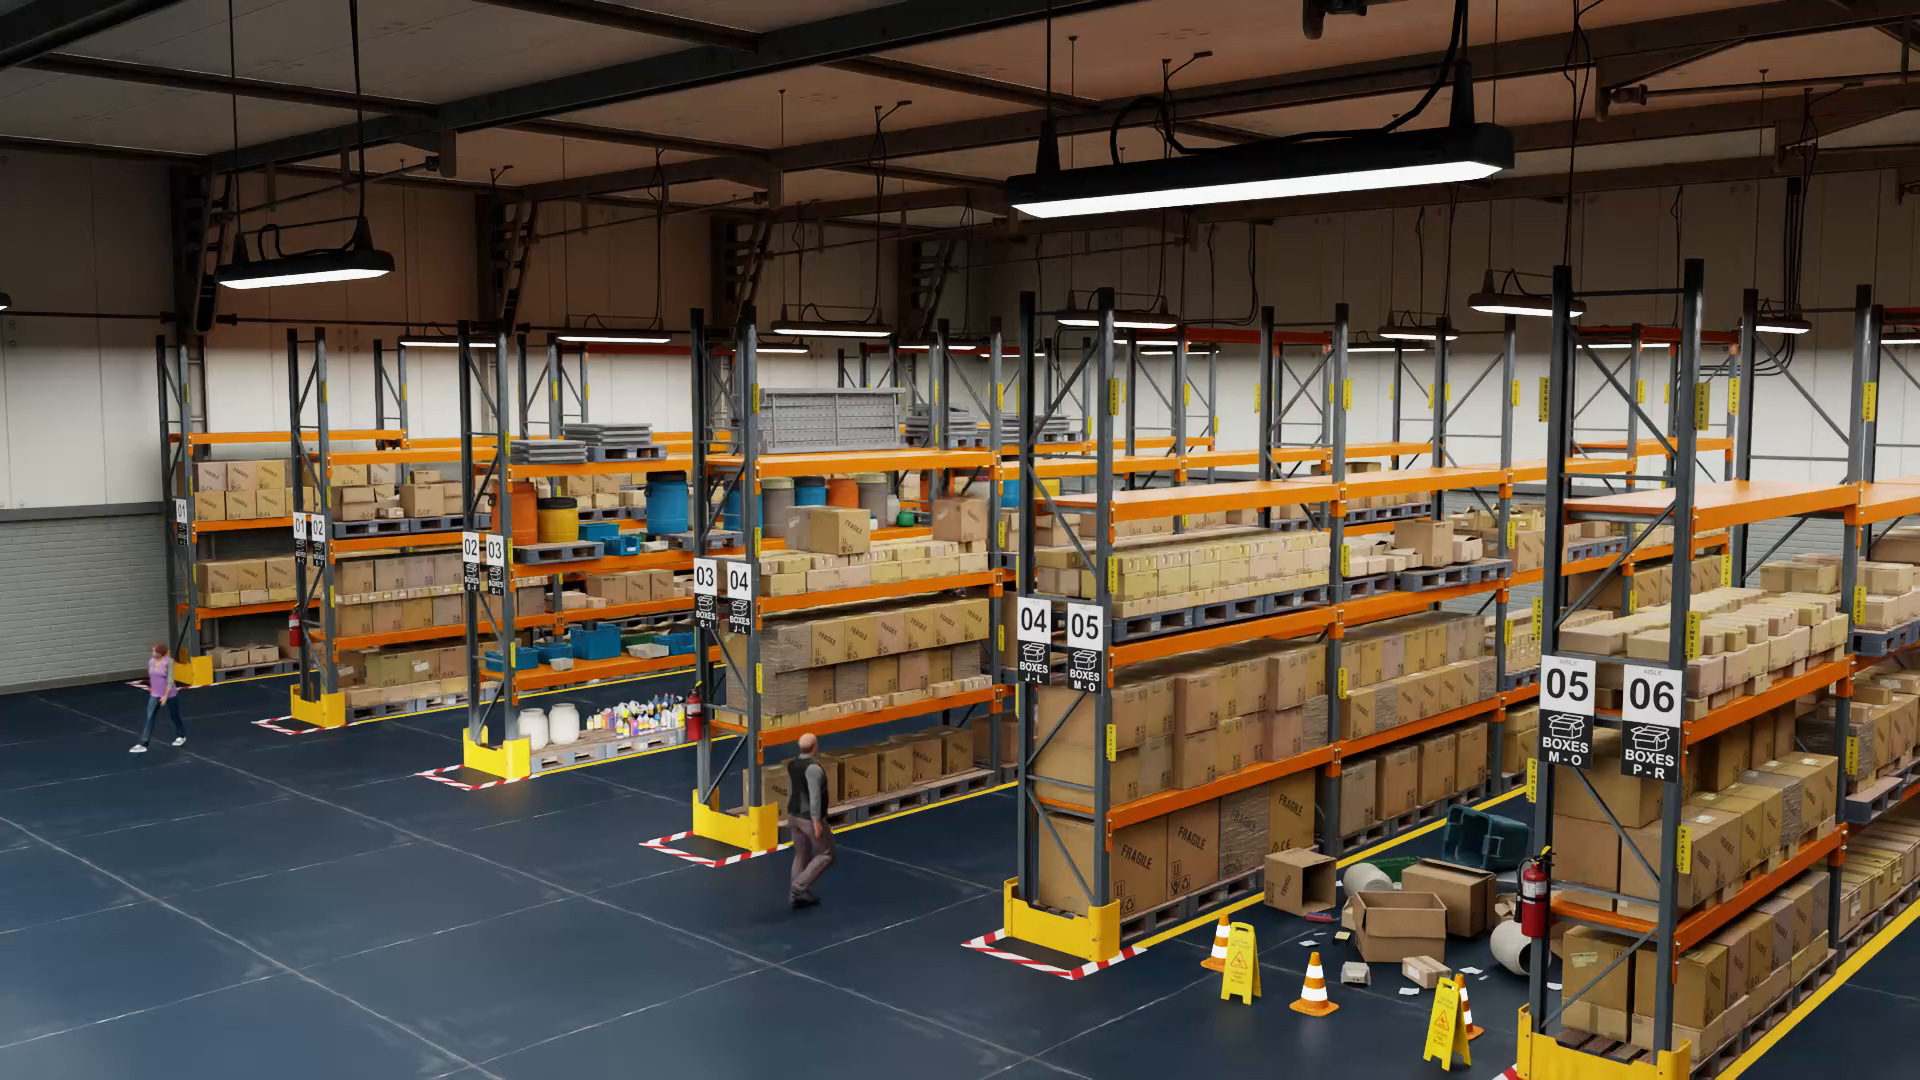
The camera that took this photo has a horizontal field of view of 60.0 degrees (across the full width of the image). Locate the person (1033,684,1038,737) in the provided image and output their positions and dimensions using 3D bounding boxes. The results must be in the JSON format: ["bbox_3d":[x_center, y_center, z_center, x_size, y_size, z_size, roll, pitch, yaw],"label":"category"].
[{"bbox_3d":[1.168,2.482,20.146,0.736,1.599,0.594,-4,7,-36],"label":"person"}]

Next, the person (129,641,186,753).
[{"bbox_3d":[-11.222,2.191,23.316,0.440,1.526,0.978,0,5,3],"label":"person"}]

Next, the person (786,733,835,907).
[{"bbox_3d":[-1.528,2.762,16.435,0.478,1.712,0.568,-4,7,-37],"label":"person"}]
